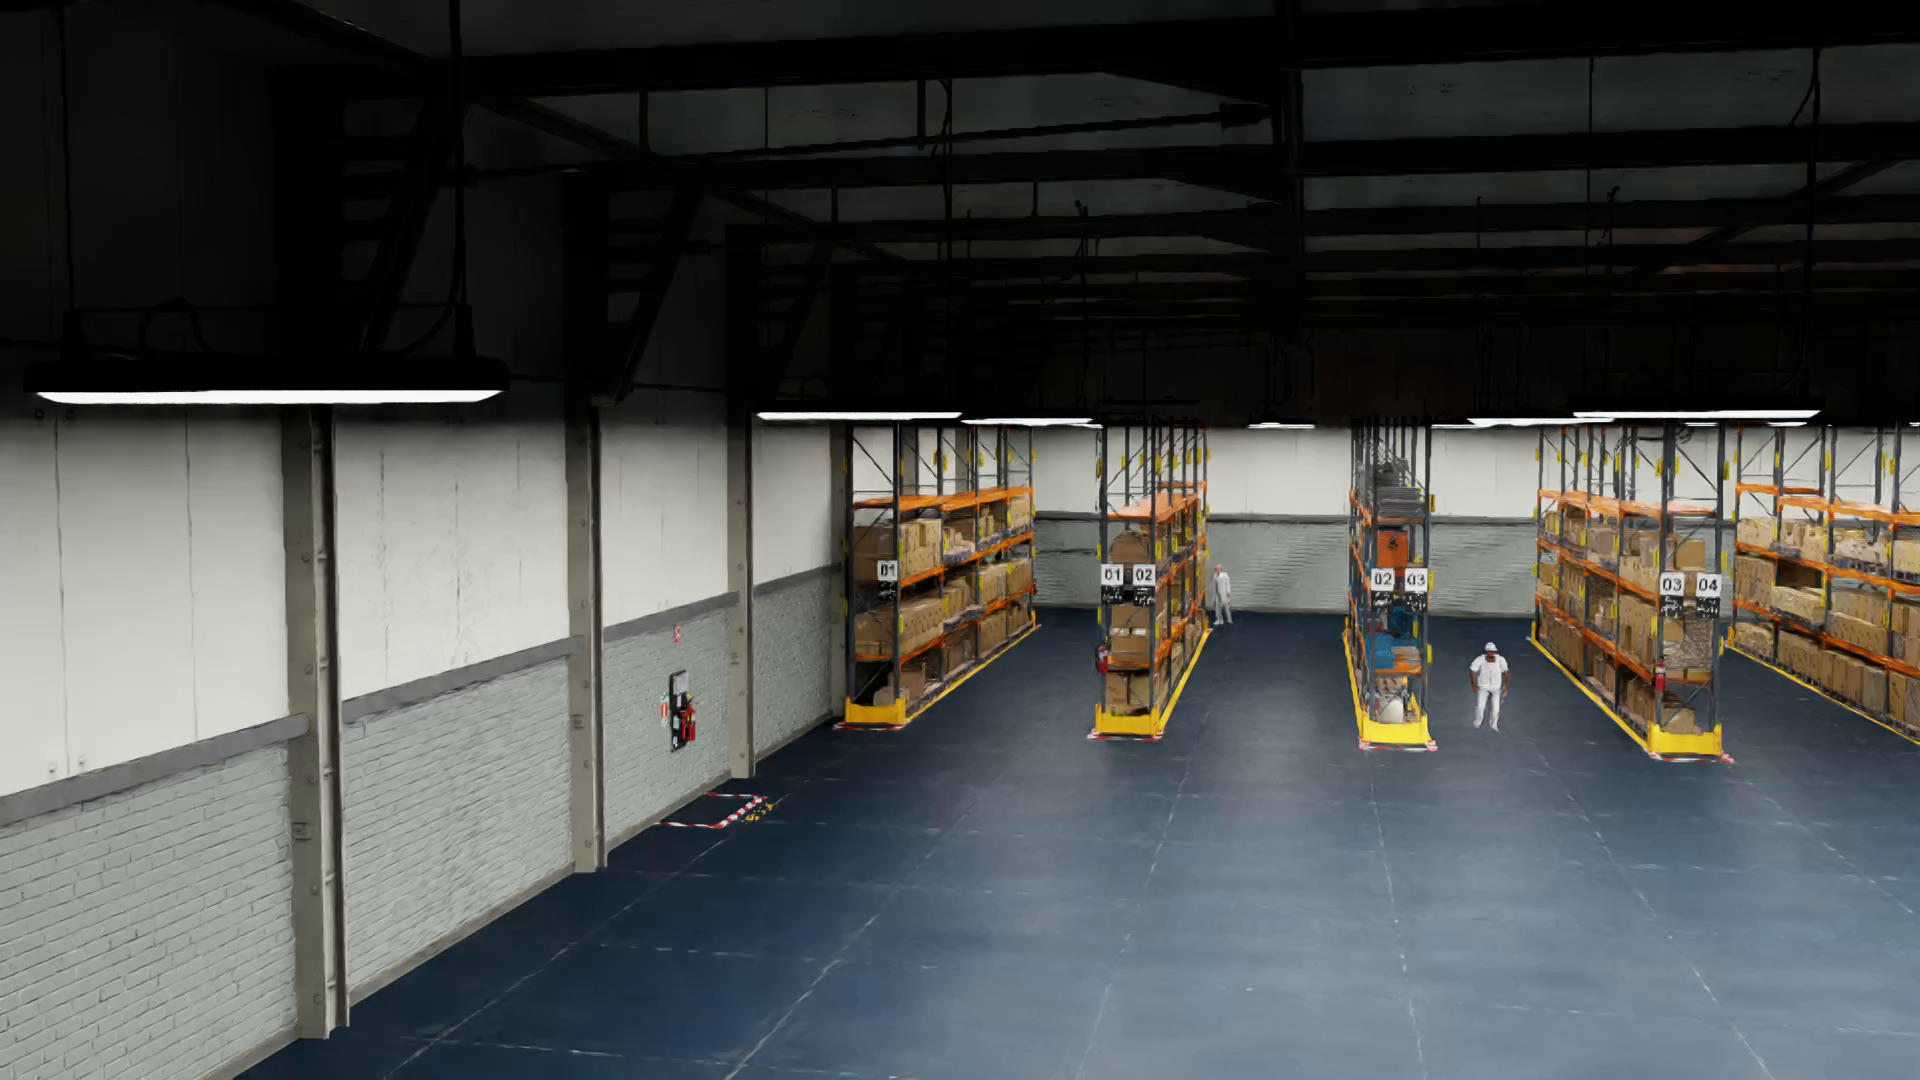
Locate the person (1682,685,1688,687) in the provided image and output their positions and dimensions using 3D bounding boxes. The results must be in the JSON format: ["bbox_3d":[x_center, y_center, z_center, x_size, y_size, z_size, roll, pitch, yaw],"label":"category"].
[{"bbox_3d":[16.200,2.383,37.105,0.564,1.736,1.043,1,4,11],"label":"person"}]

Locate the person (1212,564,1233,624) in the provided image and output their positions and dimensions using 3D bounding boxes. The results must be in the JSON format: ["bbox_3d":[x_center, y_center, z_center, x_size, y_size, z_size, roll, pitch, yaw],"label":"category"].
[{"bbox_3d":[7.735,1.587,48.977,0.629,1.764,0.615,-3,5,-42],"label":"person"}]

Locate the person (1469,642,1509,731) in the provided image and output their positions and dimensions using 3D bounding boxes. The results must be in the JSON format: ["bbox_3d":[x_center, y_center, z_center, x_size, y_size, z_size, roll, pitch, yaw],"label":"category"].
[{"bbox_3d":[10.016,2.776,31.487,0.719,1.714,0.572,1,4,10],"label":"person"}]
